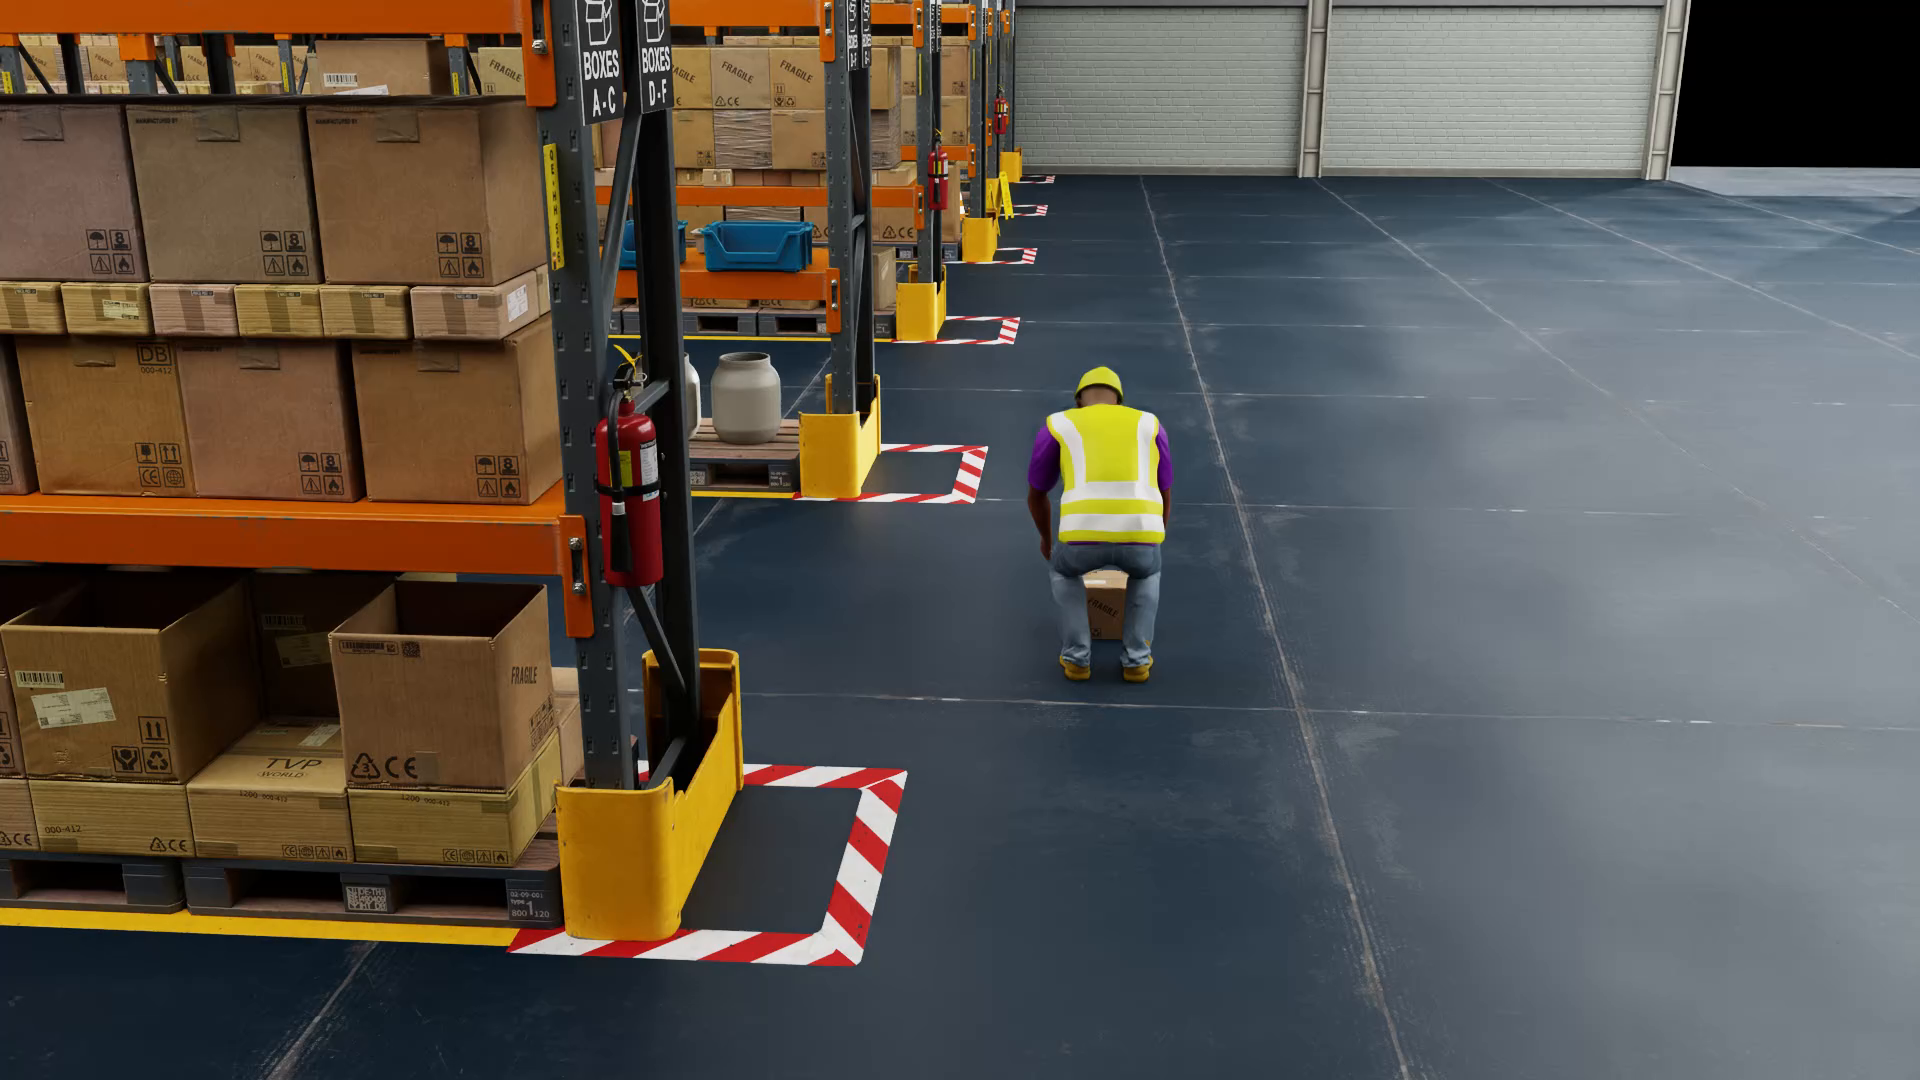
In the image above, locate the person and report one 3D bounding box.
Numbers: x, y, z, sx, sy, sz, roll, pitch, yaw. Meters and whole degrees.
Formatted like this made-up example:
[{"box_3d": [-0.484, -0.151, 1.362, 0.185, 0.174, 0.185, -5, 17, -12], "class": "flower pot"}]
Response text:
[{"box_3d": [0.592, -0.062, 7.068, 0.625, 1.253, 0.828, 1, 17, 4], "class": "person"}]
